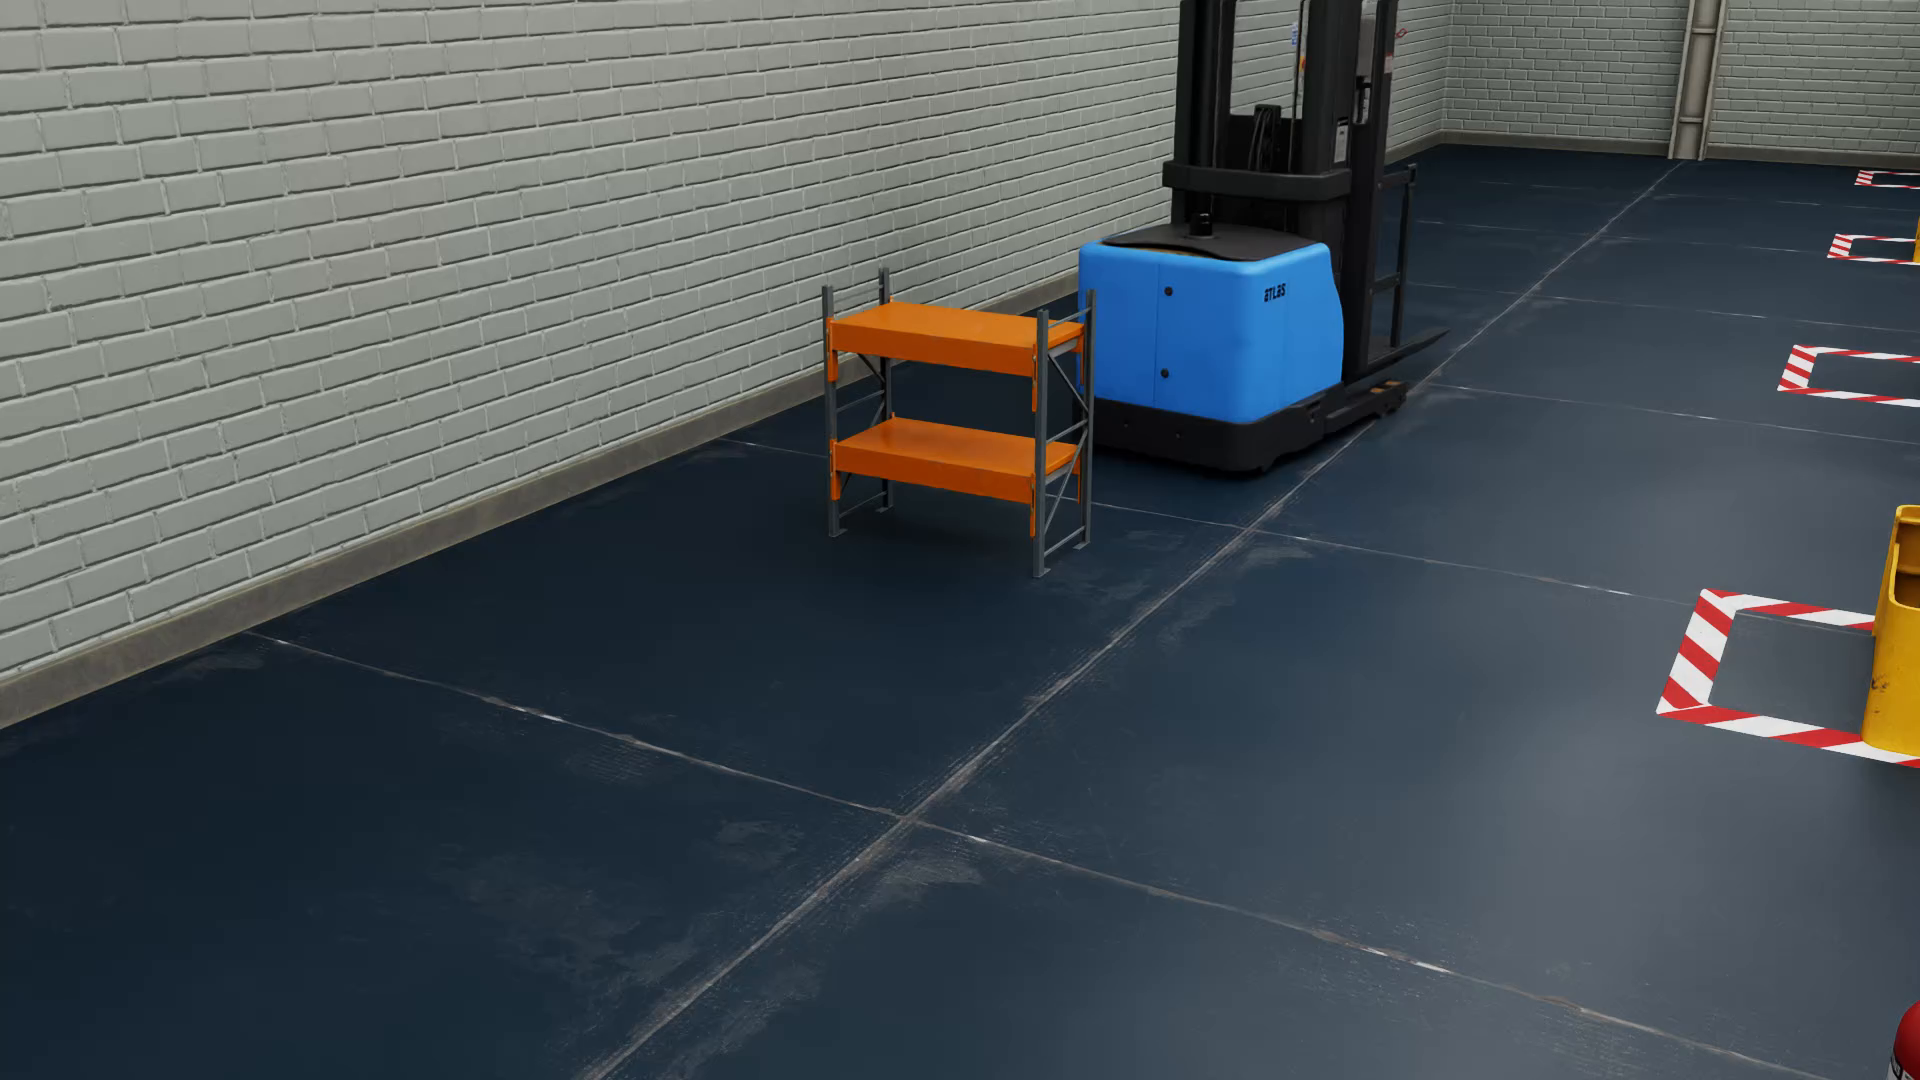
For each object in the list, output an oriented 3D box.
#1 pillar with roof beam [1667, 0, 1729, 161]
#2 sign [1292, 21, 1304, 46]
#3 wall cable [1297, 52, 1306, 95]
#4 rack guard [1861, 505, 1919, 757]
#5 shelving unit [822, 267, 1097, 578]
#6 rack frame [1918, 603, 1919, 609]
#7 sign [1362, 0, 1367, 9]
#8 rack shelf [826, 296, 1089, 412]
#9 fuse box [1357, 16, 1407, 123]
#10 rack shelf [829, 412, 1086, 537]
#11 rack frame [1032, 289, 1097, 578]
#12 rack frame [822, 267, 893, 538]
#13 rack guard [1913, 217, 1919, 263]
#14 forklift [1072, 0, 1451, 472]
[{"bbox_3d":[6.668,-7.557,15.002,0.400,9.000,9.100,11,23,27],"label":"pillar with roof beam"},{"bbox_3d":[3.253,-4.877,16.015,0.001,0.218,0.327,11,23,27],"label":"sign"},{"bbox_3d":[3.330,-5.246,15.894,0.123,1.953,0.585,11,23,27],"label":"wall cable"},{"bbox_3d":[3.410,0.298,5.811,0.348,0.500,1.175,11,23,27],"label":"rack guard"},{"bbox_3d":[-0.006,-0.530,7.176,1.048,1.125,0.538,11,23,27],"label":"shelving unit"},{"bbox_3d":[3.431,-0.873,5.373,0.127,3.000,1.000,11,23,27],"label":"rack frame"},{"bbox_3d":[4.274,-5.761,17.638,0.001,0.242,0.339,11,23,27],"label":"sign"},{"bbox_3d":[-0.006,-0.805,7.077,1.000,0.278,0.538,11,23,27],"label":"rack shelf"},{"bbox_3d":[4.482,-4.750,17.949,0.414,1.711,0.539,11,23,27],"label":"fuse box"},{"bbox_3d":[-0.006,-0.300,7.260,1.000,0.278,0.538,11,23,27],"label":"rack shelf"},{"bbox_3d":[0.438,-0.445,6.943,0.032,1.125,0.500,11,23,27],"label":"rack frame"},{"bbox_3d":[-0.450,-0.614,7.409,0.032,1.125,0.500,11,23,27],"label":"rack frame"},{"bbox_3d":[8.243,-2.652,13.944,0.348,0.500,1.175,11,23,27],"label":"rack guard"},{"bbox_3d":[1.873,-2.147,8.984,1.130,2.935,3.031,15,25,35],"label":"forklift"}]
